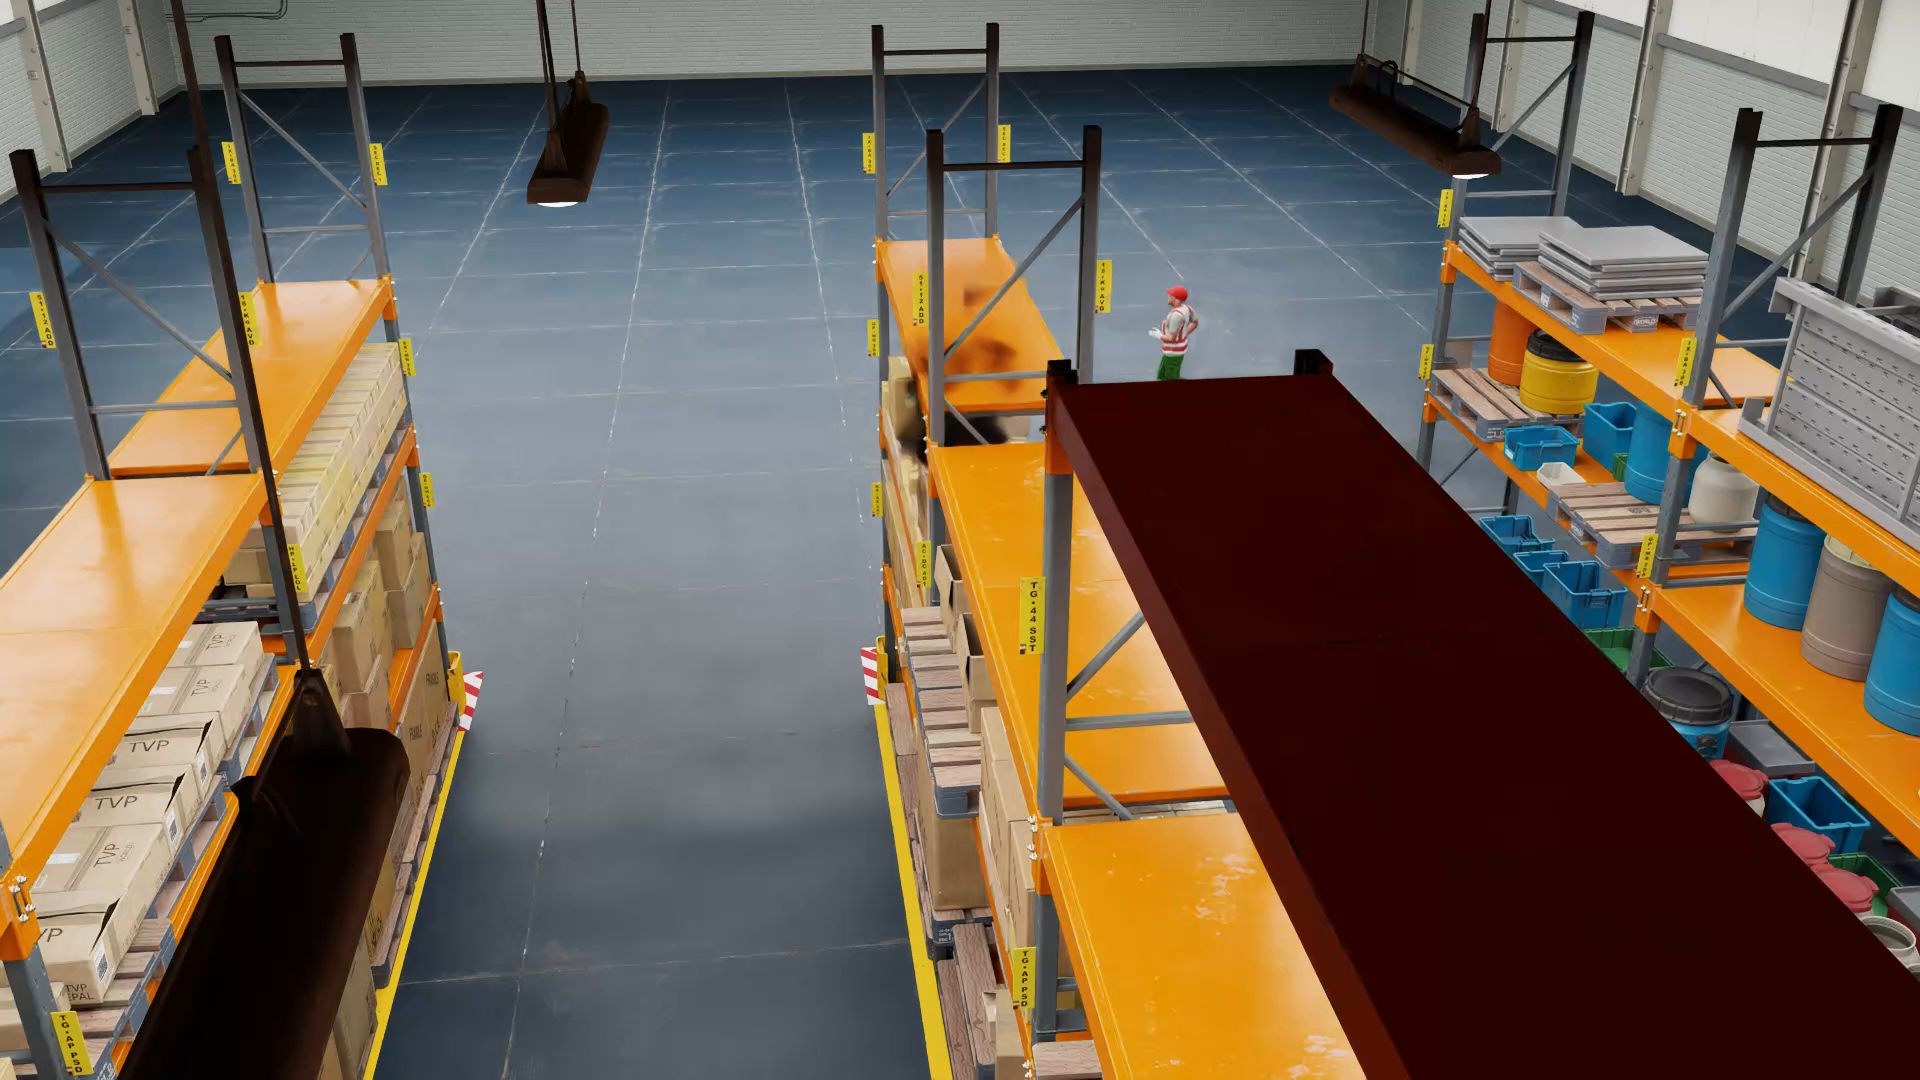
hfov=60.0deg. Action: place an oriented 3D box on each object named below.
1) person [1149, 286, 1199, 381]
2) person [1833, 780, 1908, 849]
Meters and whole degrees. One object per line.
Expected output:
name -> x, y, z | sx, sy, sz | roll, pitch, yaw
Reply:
person -> 2.787, -2.408, 21.461 | 0.862, 1.796, 0.651 | 8, 27, 17
person -> 7.325, 1.588, 13.079 | 0.696, 1.819, 0.908 | -7, 26, -15
